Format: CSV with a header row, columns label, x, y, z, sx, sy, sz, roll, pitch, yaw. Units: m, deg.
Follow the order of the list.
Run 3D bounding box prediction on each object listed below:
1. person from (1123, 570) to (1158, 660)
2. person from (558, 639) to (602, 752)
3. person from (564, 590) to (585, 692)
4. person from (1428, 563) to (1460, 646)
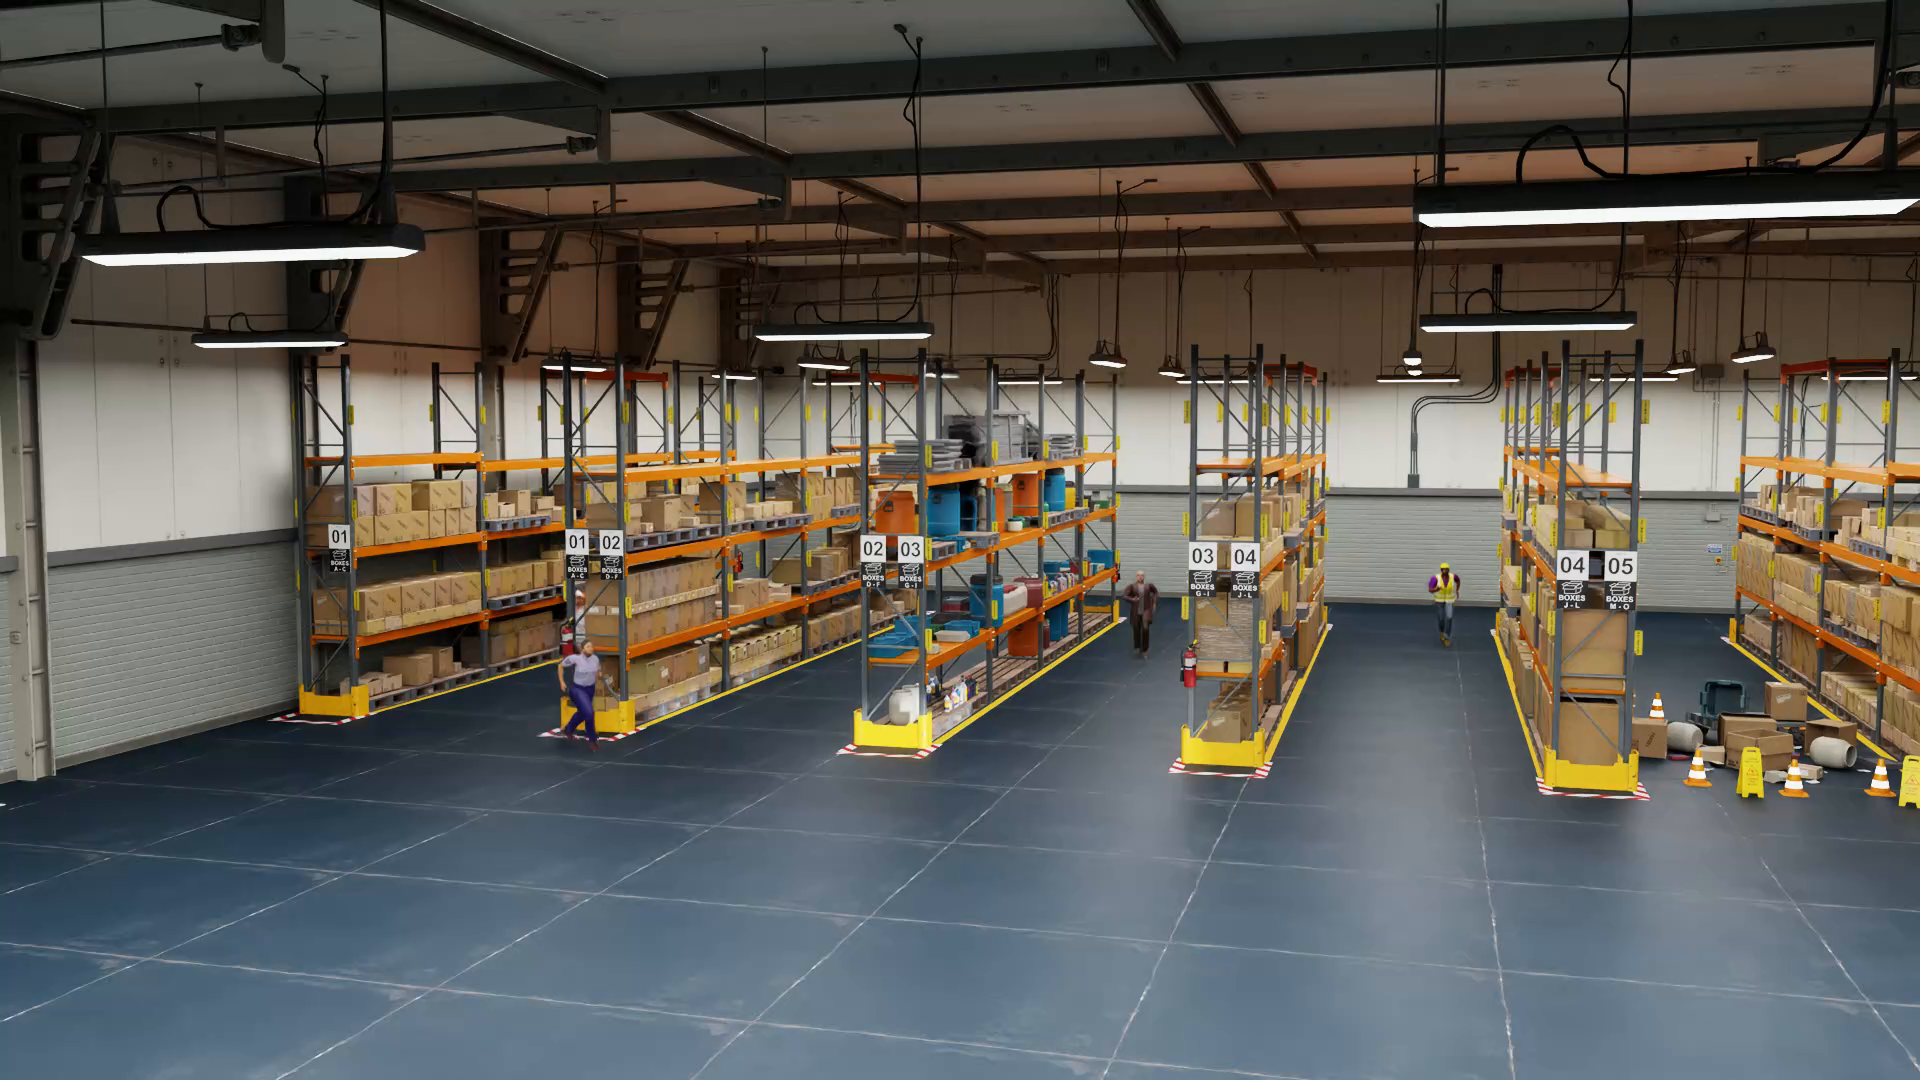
label,x,y,z,sx,sy,sz,roll,pitch,yaw
person,3.717,1.556,34.306,0.708,1.842,0.840,1,4,8
person,-5.689,2.324,24.981,0.877,1.695,0.627,3,5,38
person,-6.981,1.837,30.307,0.631,1.844,0.725,0,4,6
person,10.613,1.404,36.465,0.678,1.844,0.864,1,4,15
